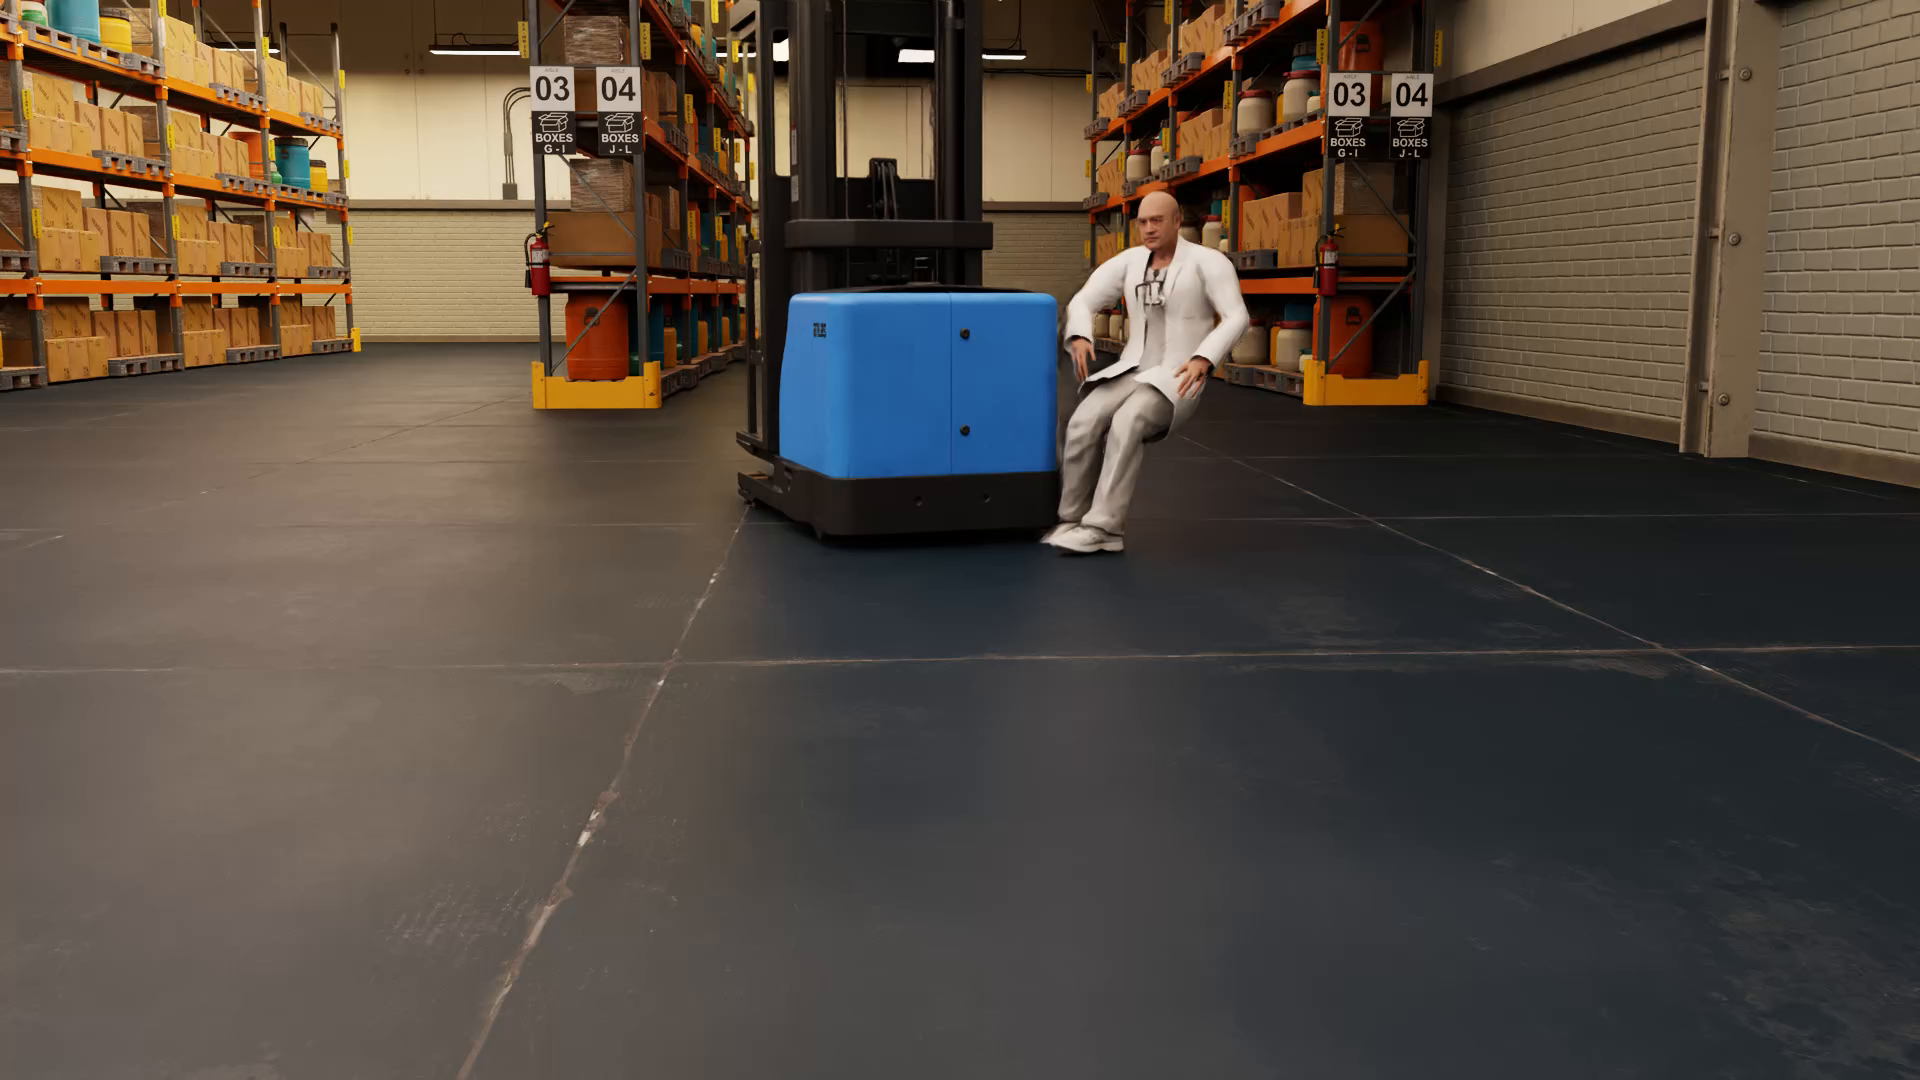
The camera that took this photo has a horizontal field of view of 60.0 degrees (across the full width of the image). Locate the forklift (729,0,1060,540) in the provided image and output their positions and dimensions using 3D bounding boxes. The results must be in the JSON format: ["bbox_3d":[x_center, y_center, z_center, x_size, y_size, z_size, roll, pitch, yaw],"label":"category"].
[{"bbox_3d":[-0.512,-1.627,8.290,1.130,2.935,3.031,-3,9,-18],"label":"forklift"}]

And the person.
[{"bbox_3d":[0.729,-0.689,7.049,0.835,1.573,0.923,5,10,30],"label":"person"}]
